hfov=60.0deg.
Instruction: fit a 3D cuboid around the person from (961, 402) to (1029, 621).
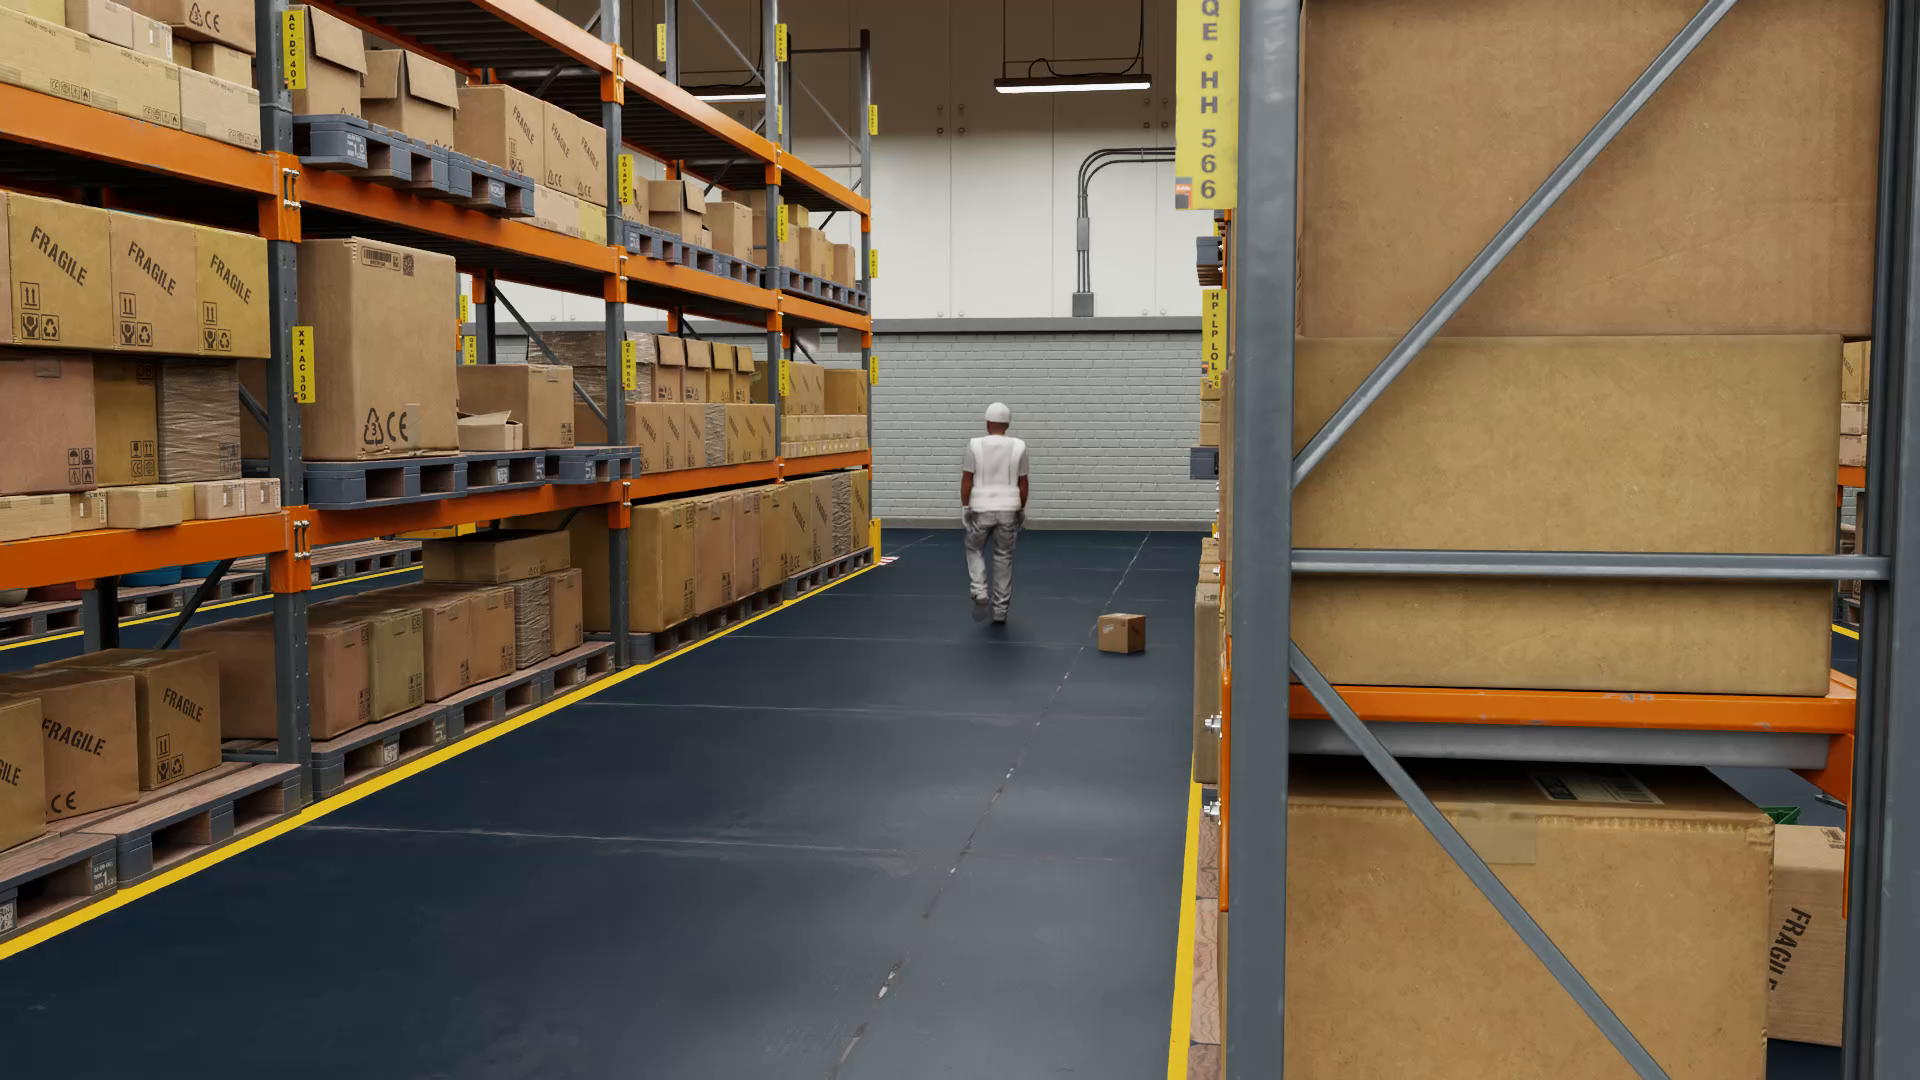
[{"bbox_3d":[0.283,-0.229,13.634,0.563,1.794,0.452,0,4,-3],"label":"person"}]
